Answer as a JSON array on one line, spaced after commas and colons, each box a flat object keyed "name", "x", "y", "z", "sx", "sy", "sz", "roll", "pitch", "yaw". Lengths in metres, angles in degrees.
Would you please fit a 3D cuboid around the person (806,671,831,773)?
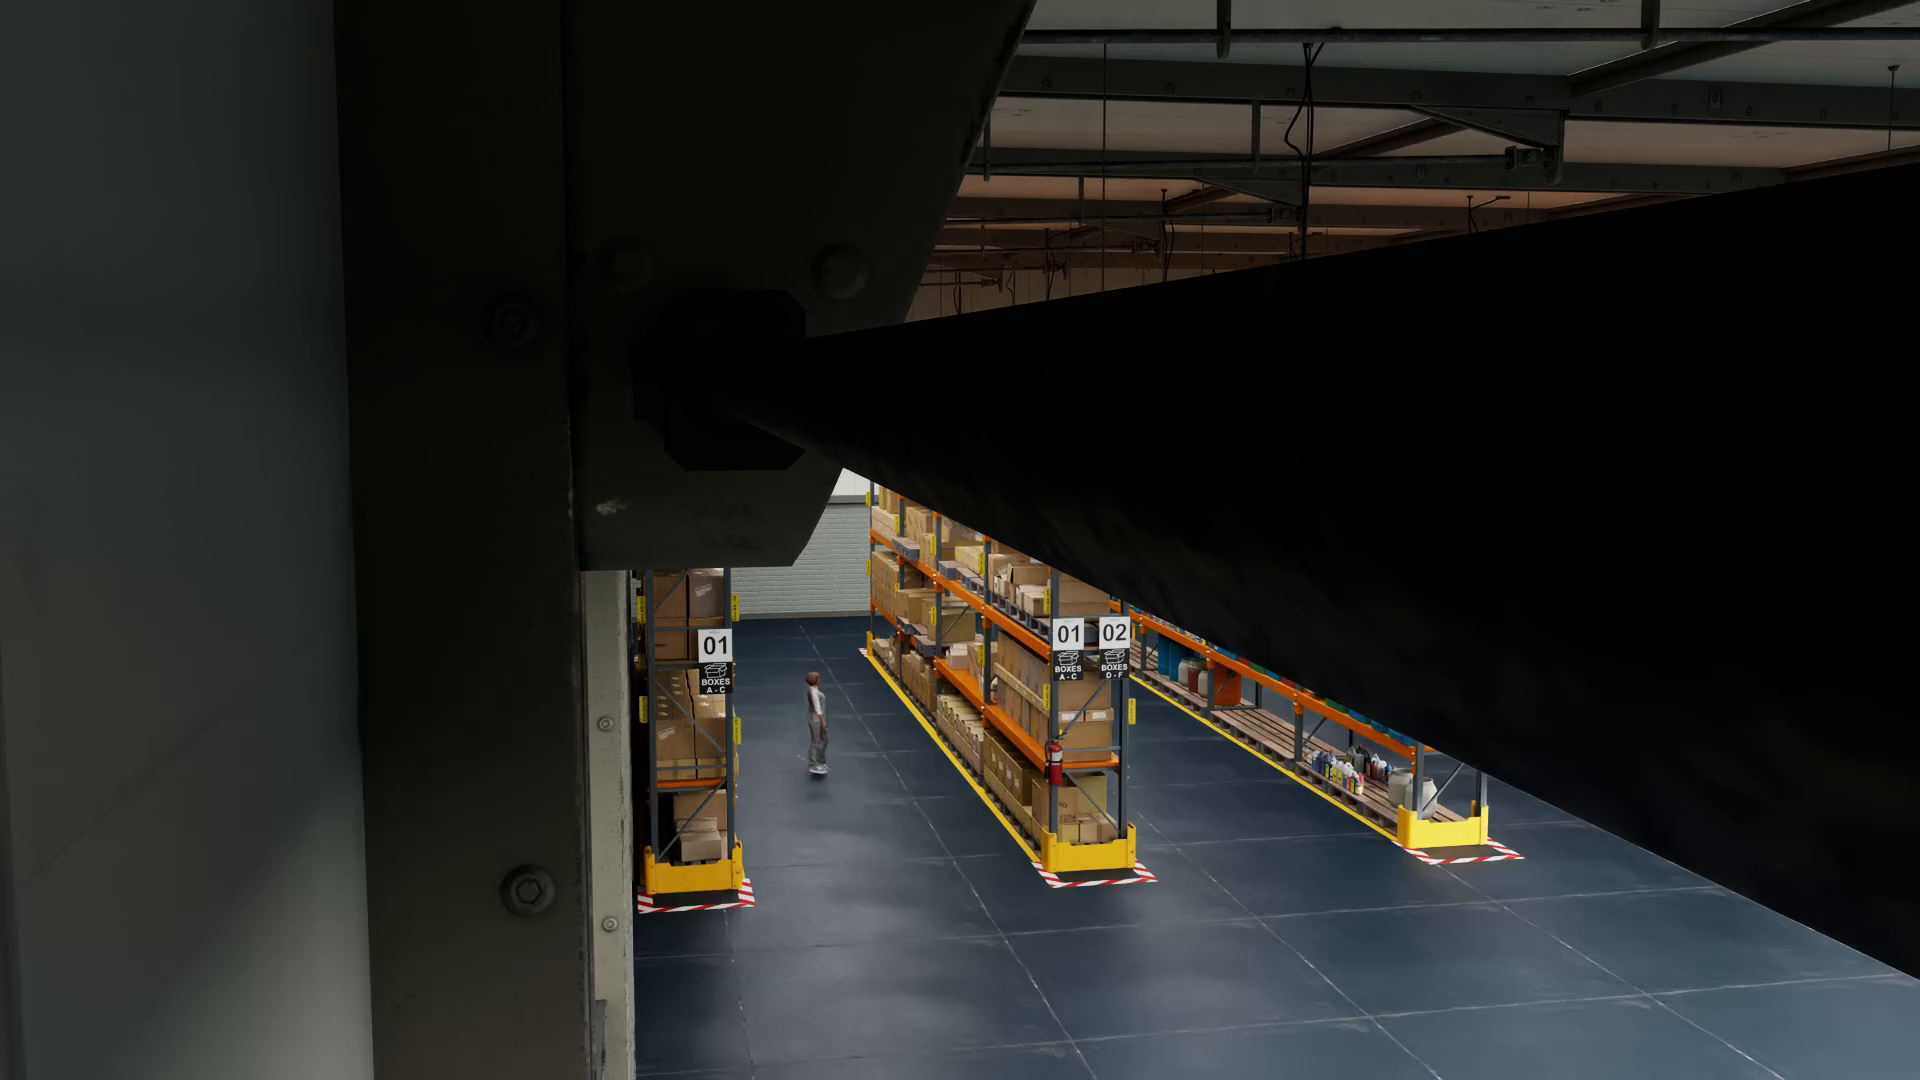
[{"name": "person", "x": -2.220, "y": 2.853, "z": 25.933, "sx": 0.375, "sy": 1.642, "sz": 0.433, "roll": 0, "pitch": 6, "yaw": 5}]

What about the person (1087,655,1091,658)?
[{"name": "person", "x": 2.394, "y": 2.124, "z": 32.251, "sx": 0.382, "sy": 1.684, "sz": 0.453, "roll": -1, "pitch": 6, "yaw": -6}]
